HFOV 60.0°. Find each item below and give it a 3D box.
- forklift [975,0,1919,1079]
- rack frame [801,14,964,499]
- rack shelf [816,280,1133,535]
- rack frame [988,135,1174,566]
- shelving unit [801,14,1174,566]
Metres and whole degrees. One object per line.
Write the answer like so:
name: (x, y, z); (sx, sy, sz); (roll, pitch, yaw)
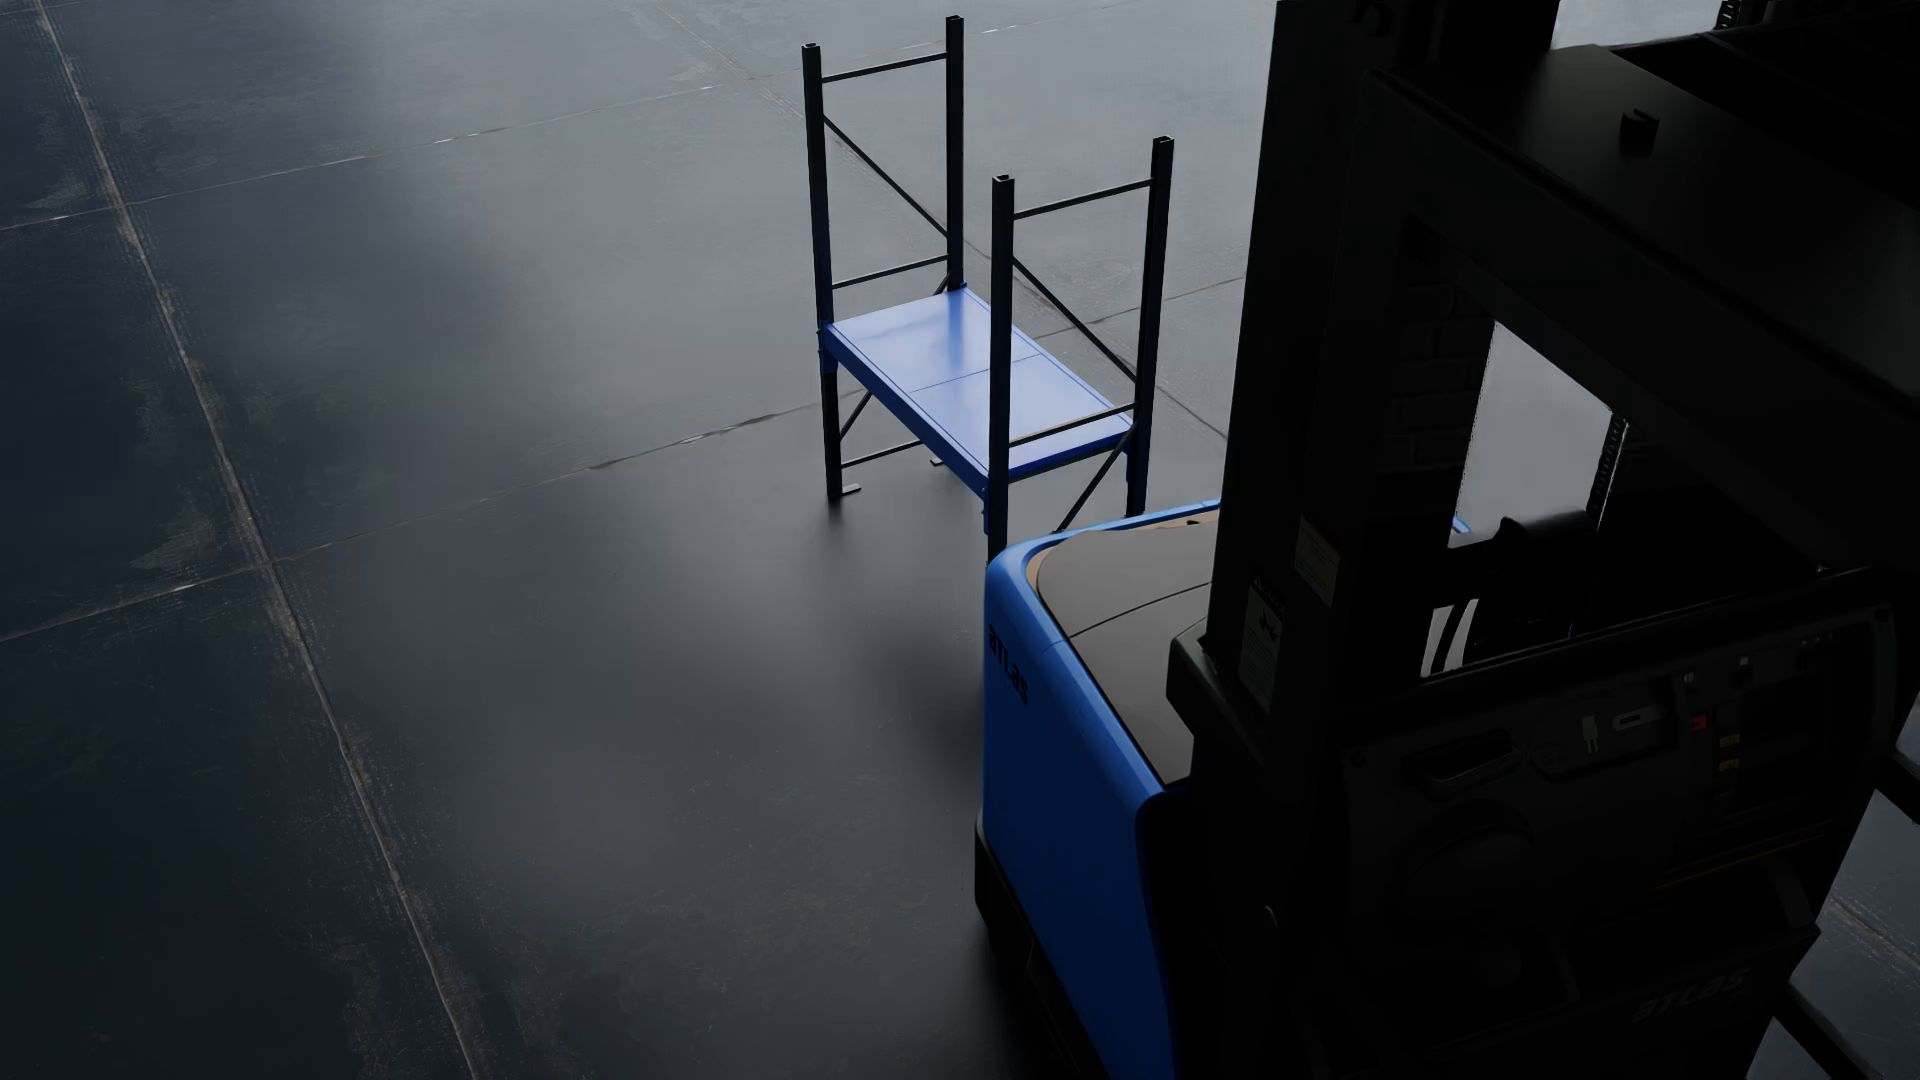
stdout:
forklift: (1.020, 0.416, 2.196); (1.130, 2.935, 3.031); (-12, 38, -16)
rack frame: (-0.213, -0.821, 5.103); (0.500, 1.500, 0.032); (-19, 40, -24)
rack shelf: (0.043, -0.417, 4.854); (0.538, 0.185, 1.000); (-19, 40, -24)
rack frame: (0.298, -0.303, 4.393); (0.500, 1.500, 0.032); (-19, 40, -24)
shelving unit: (0.043, -0.562, 4.748); (0.538, 1.500, 1.048); (-19, 40, -24)
